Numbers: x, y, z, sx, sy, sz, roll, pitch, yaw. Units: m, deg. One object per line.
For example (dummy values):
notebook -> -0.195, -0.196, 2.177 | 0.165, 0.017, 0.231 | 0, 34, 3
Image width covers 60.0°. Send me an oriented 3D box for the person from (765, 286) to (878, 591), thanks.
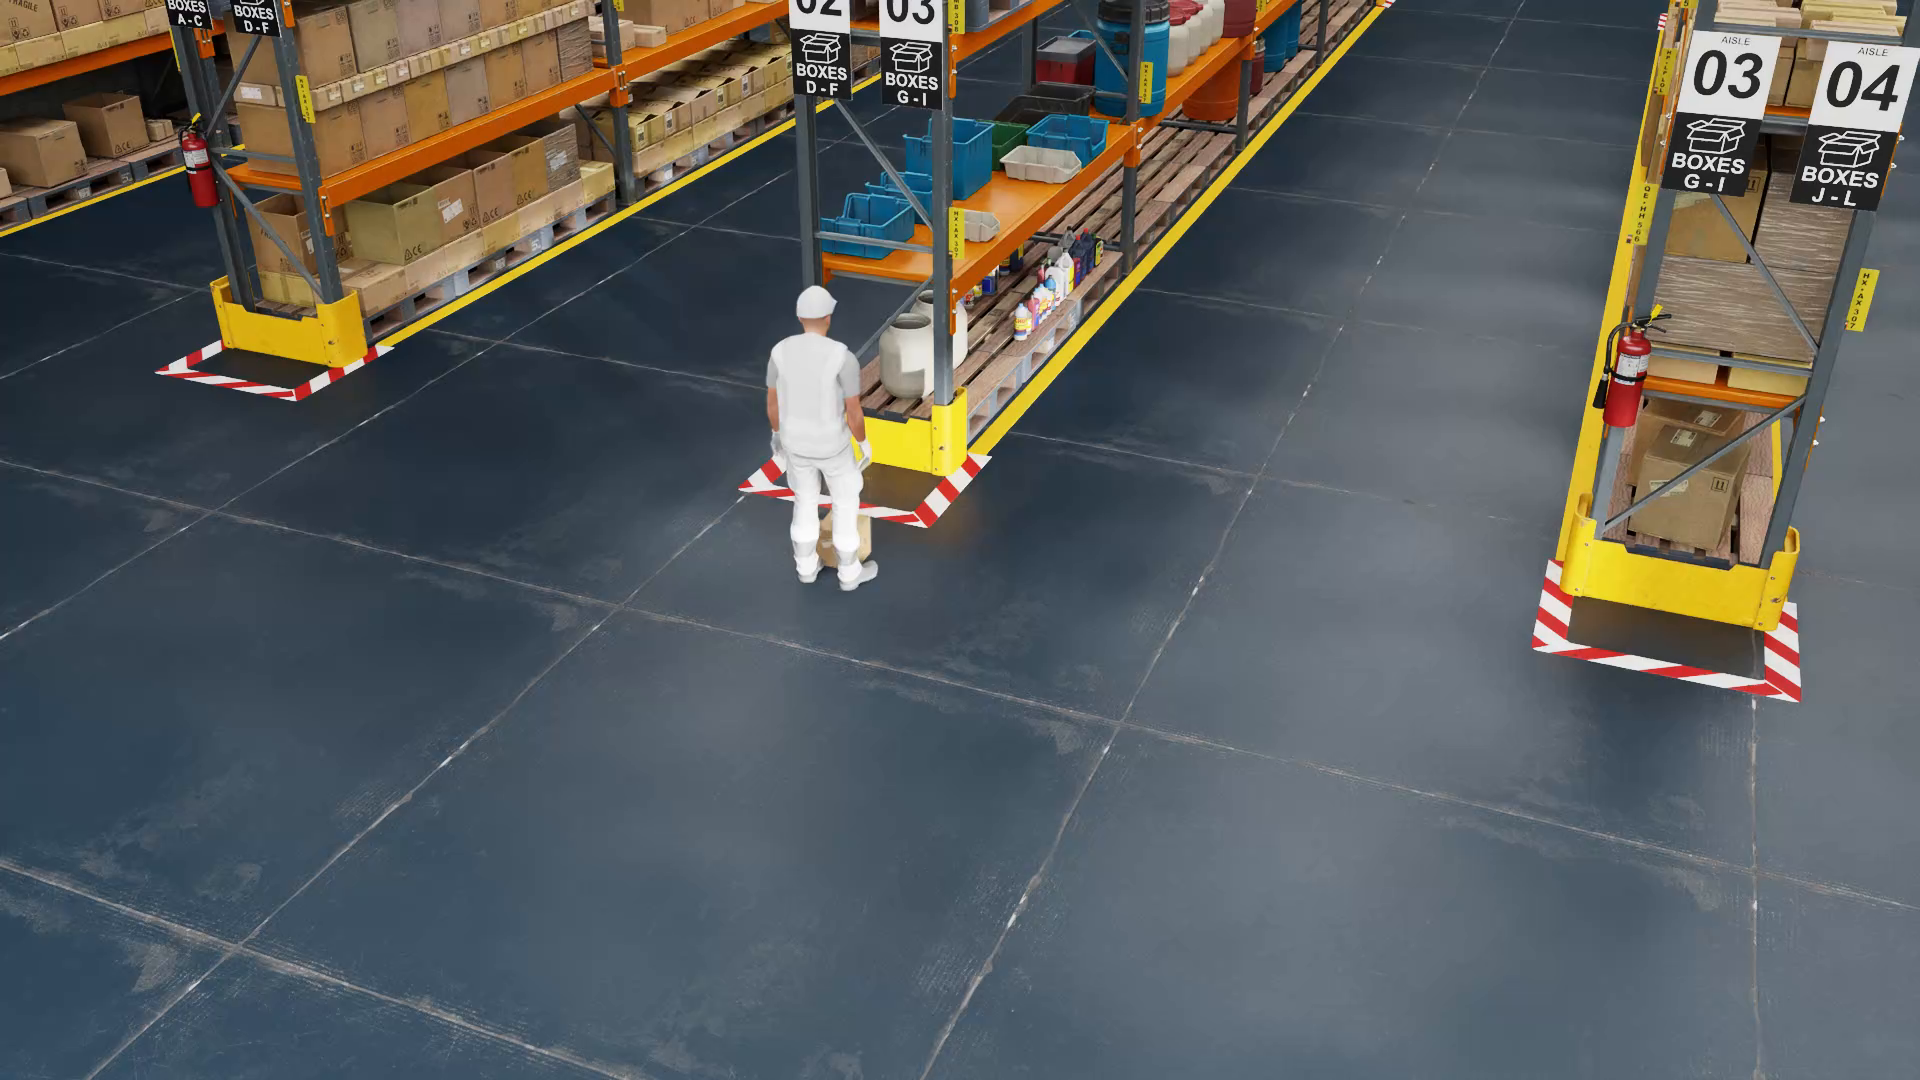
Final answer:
person -> -0.785, -0.561, 9.385 | 0.607, 1.777, 0.454 | 10, 31, 17
